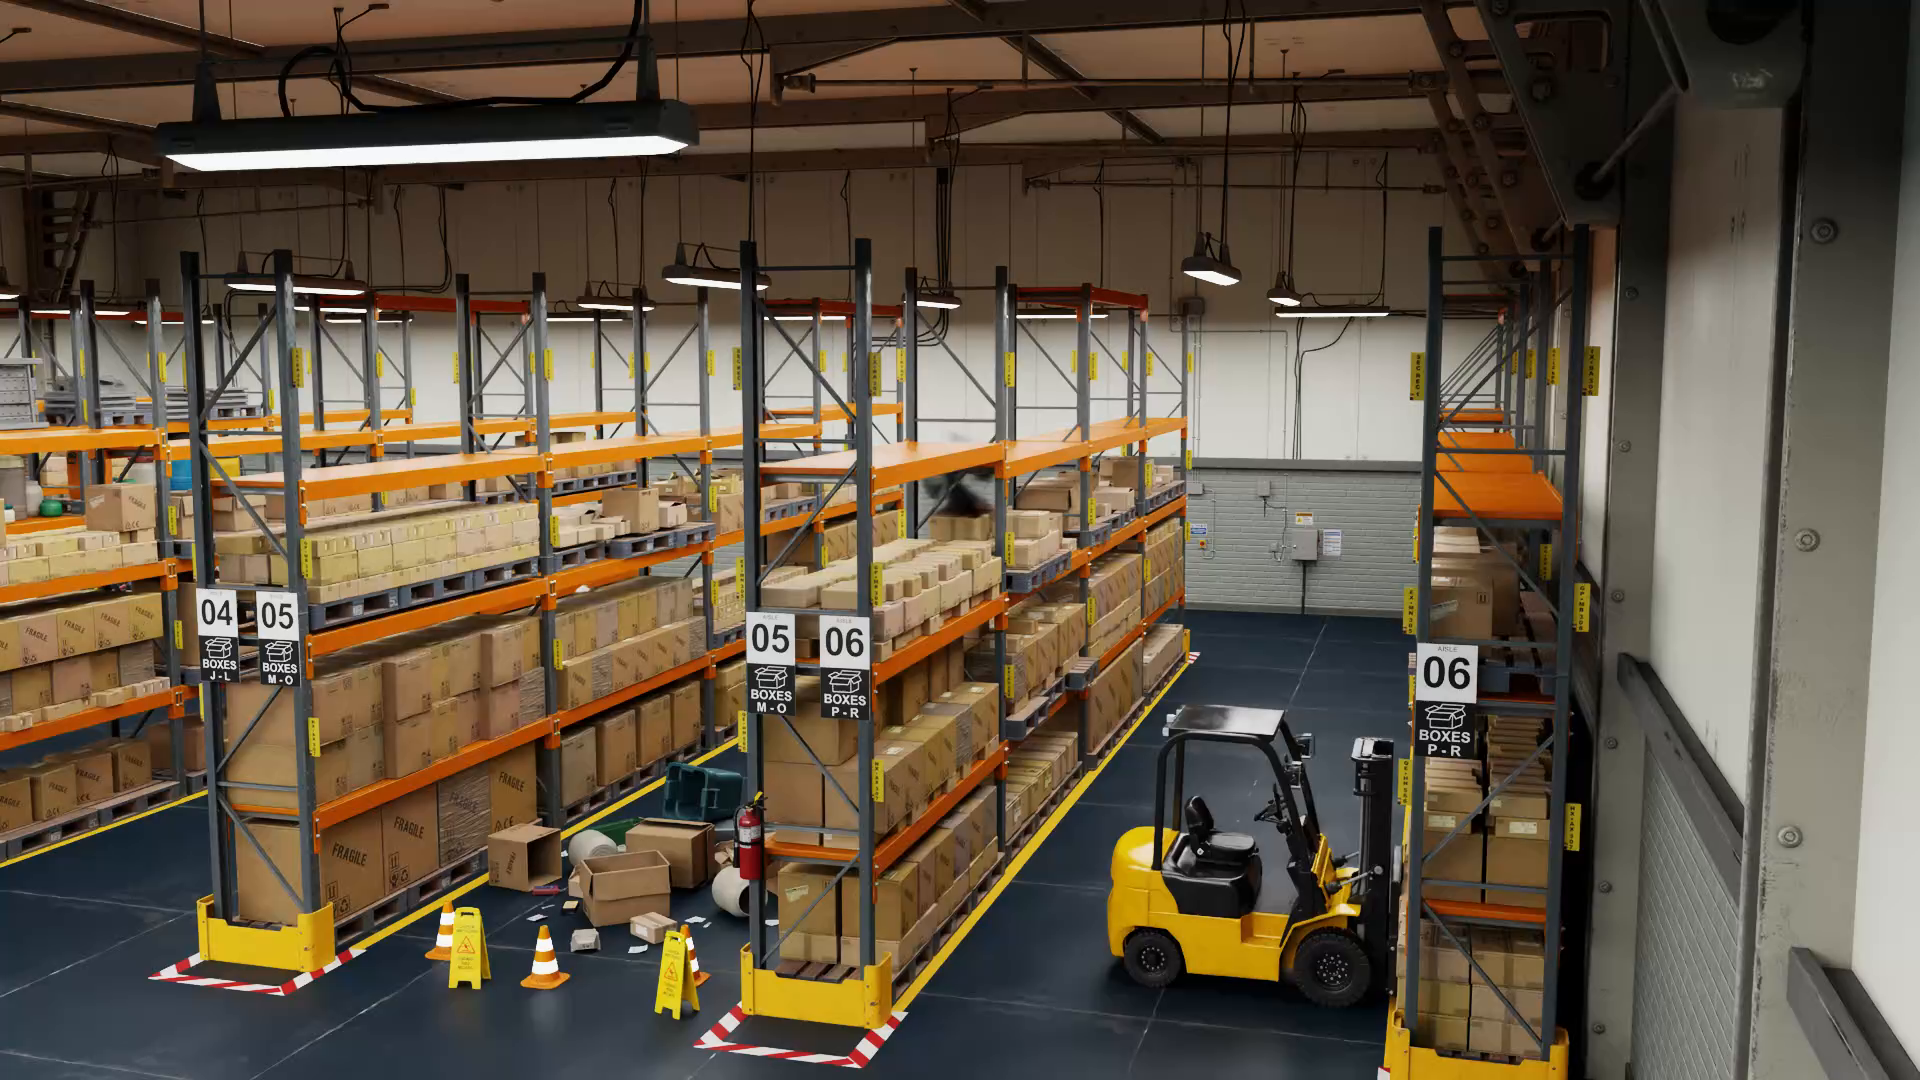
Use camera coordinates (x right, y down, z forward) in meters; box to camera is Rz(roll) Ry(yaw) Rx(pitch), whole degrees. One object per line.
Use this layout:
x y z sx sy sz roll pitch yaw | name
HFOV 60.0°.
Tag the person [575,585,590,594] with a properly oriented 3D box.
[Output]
-5.526 1.536 24.377 0.700 1.752 0.989 1 6 8 | person
